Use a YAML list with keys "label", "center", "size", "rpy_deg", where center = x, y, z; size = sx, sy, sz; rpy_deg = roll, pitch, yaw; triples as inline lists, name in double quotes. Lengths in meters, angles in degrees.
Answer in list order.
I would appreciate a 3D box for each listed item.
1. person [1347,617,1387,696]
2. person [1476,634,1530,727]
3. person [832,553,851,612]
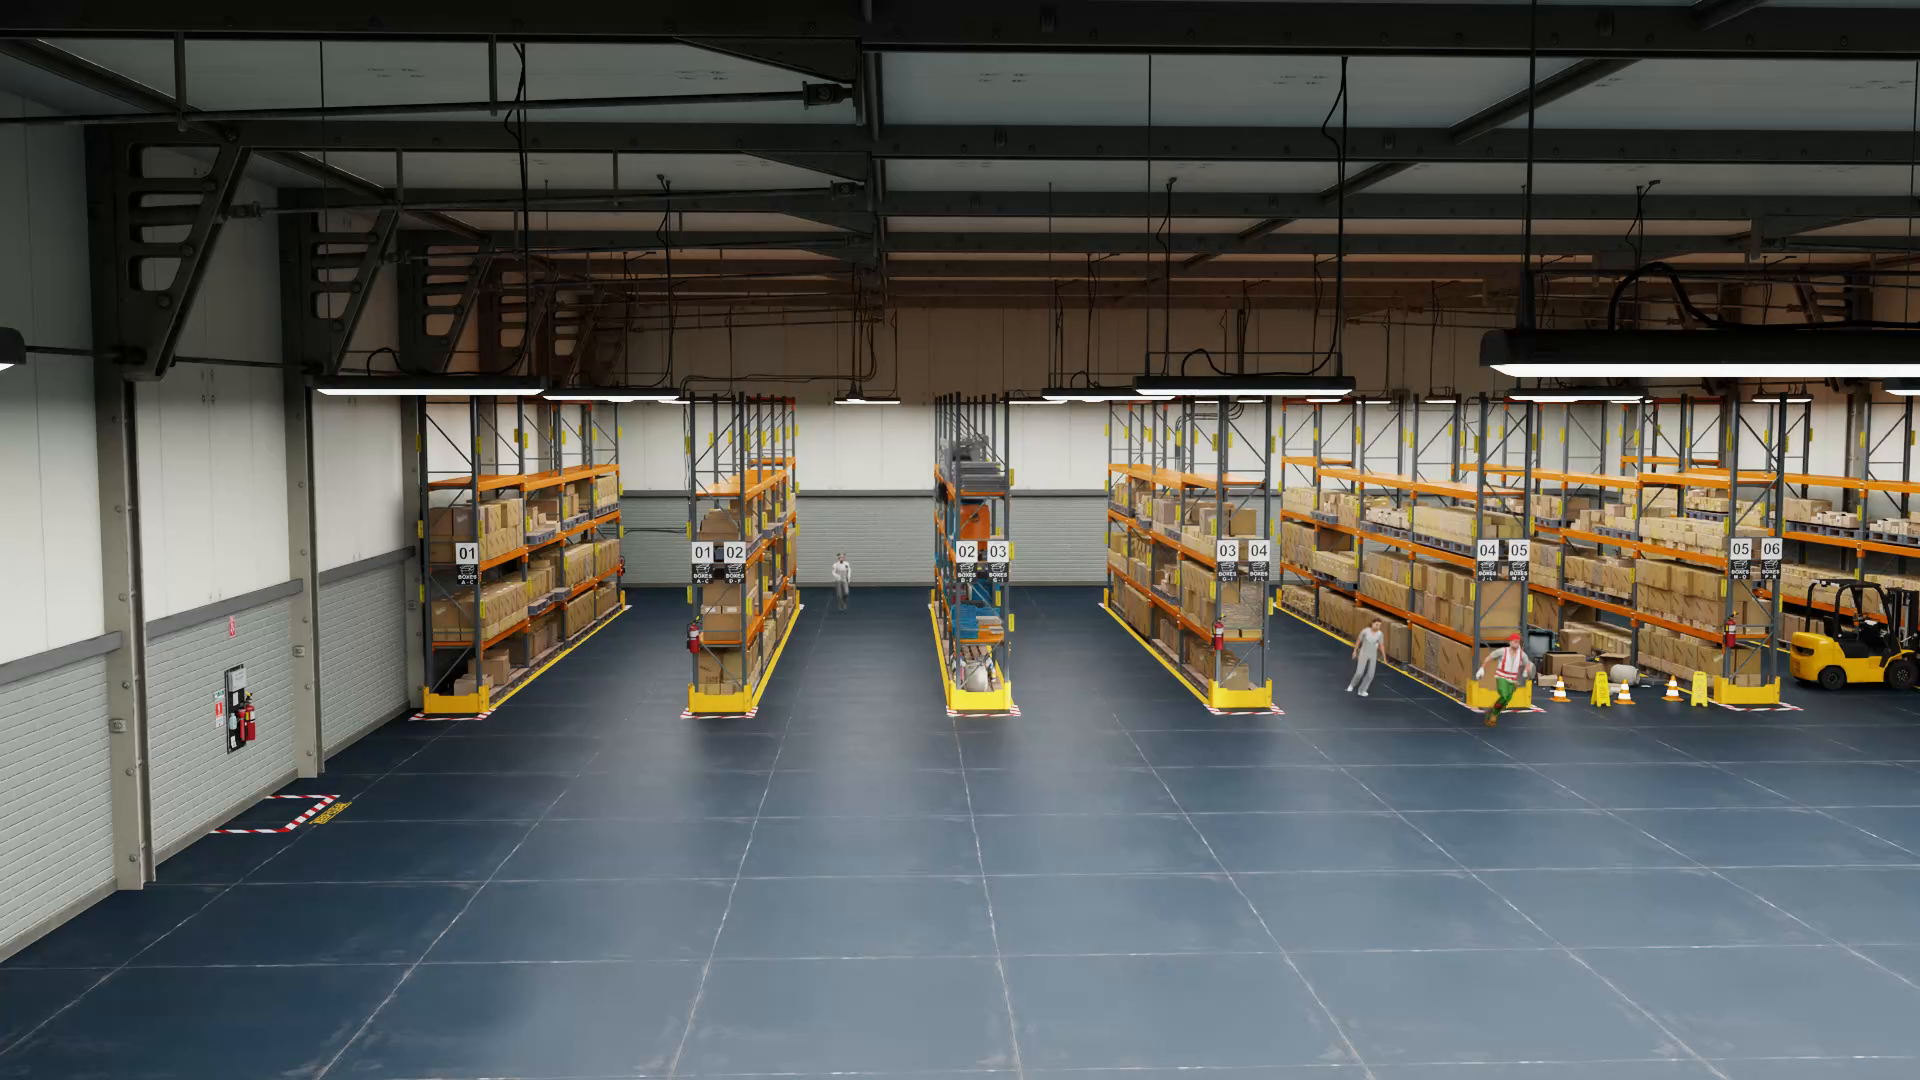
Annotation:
- label: "person"
  center: [8.028, 2.287, 32.807]
  size: [0.689, 1.596, 0.588]
  rpy_deg: [0, 5, -4]
- label: "person"
  center: [9.772, 2.508, 29.698]
  size: [0.842, 1.684, 0.720]
  rpy_deg: [-1, 5, -15]
- label: "person"
  center: [-3.307, 1.172, 46.521]
  size: [0.554, 1.673, 0.759]
  rpy_deg: [-1, 5, -14]
